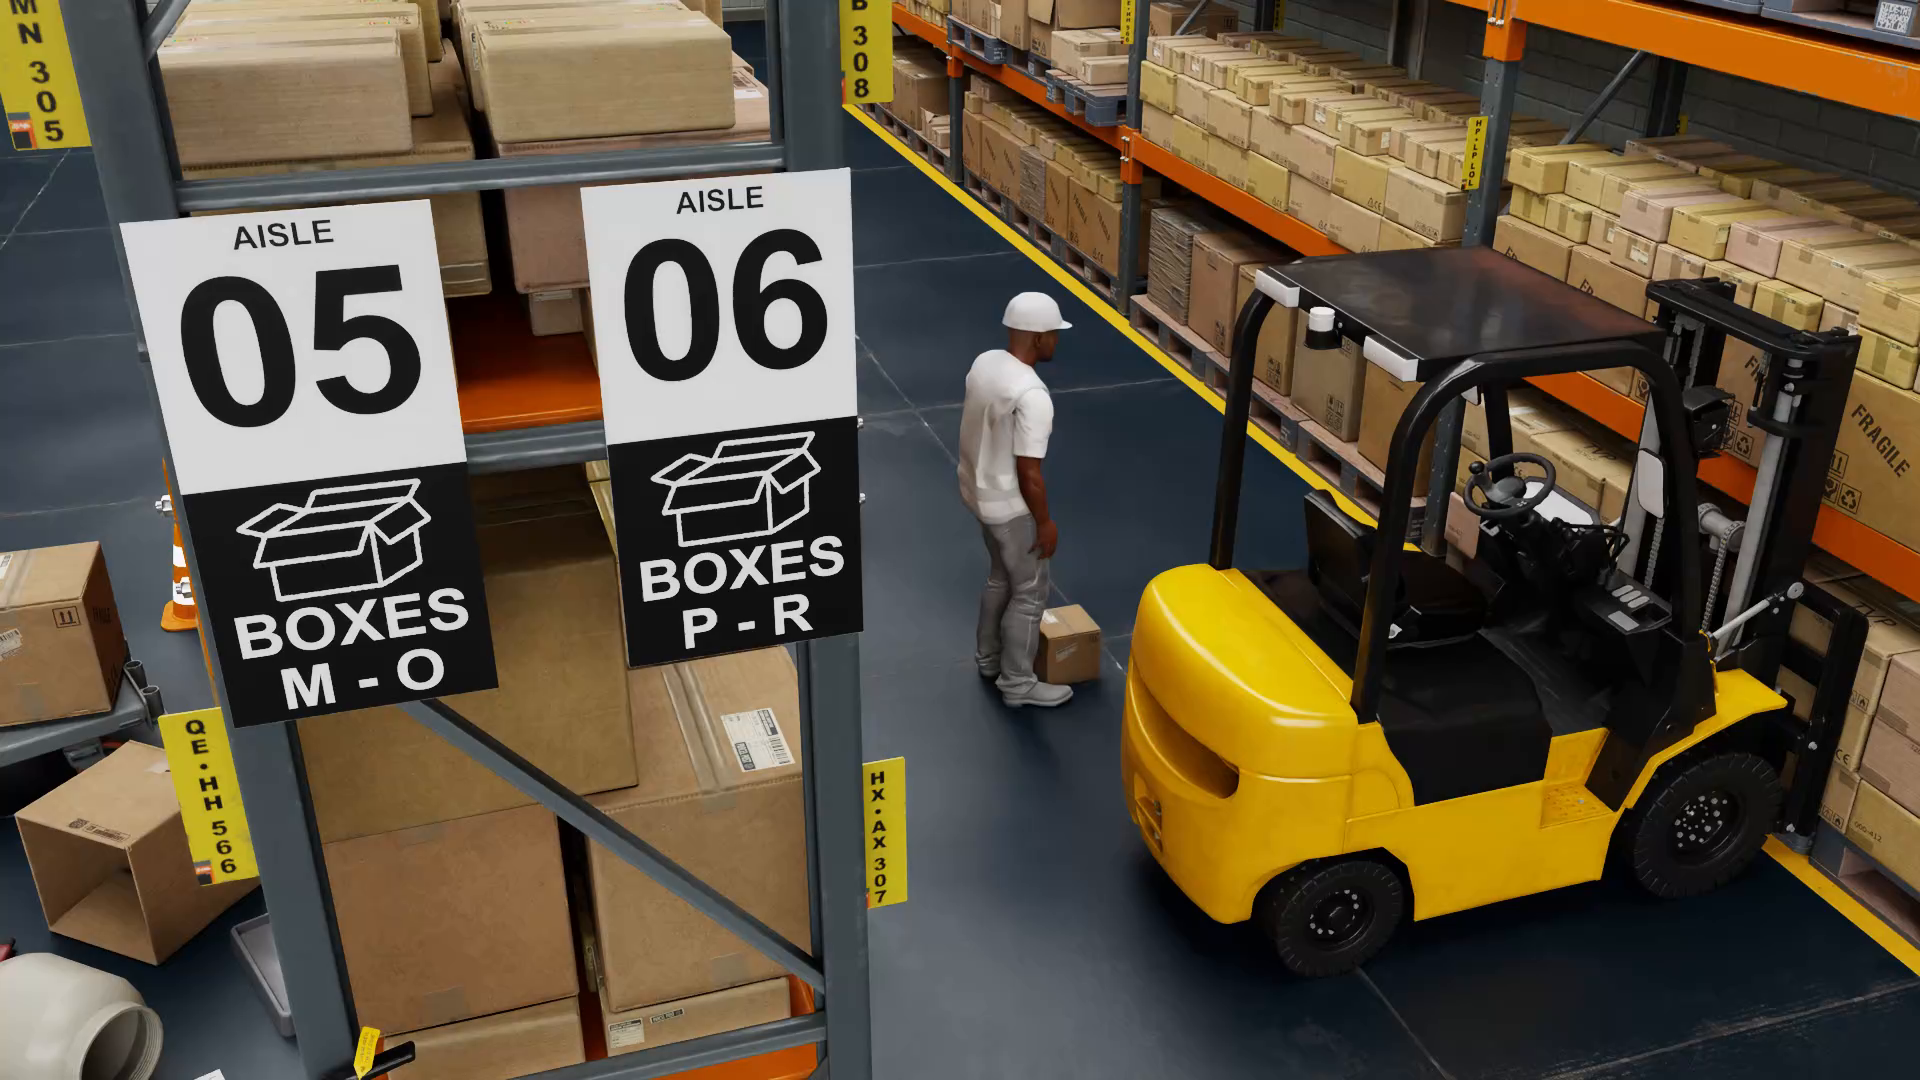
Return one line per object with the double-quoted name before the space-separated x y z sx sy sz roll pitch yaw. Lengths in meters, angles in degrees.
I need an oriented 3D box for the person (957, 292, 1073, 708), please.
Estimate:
"person" 0.237 -0.172 6.948 0.461 1.756 0.621 -9 28 -18
